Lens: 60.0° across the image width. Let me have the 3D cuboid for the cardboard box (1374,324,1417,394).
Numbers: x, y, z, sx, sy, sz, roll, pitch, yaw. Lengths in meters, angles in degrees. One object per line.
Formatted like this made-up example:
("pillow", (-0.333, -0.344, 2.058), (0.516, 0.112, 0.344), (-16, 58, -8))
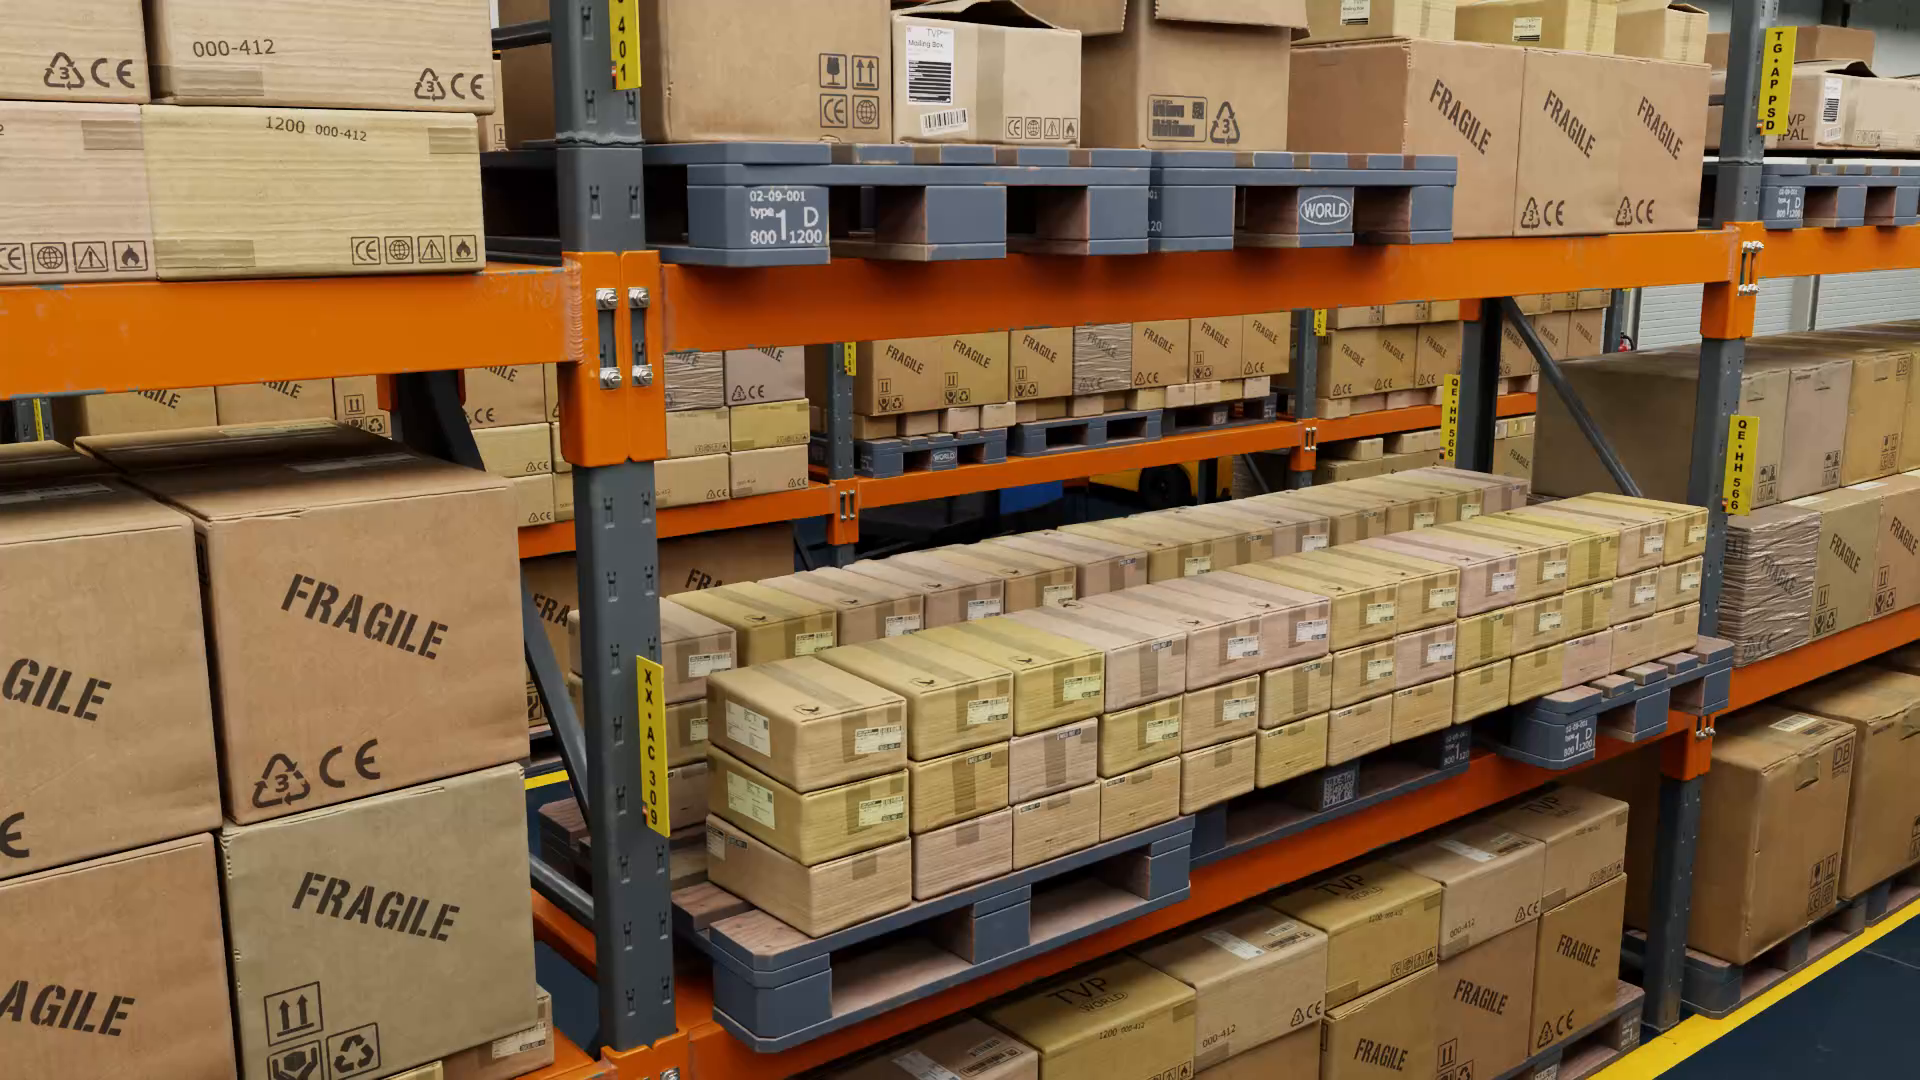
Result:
("cardboard box", (3.063, -1.389, 12.491), (0.500, 0.500, 0.500), (-10, 15, -38))

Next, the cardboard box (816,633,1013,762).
("cardboard box", (-0.099, 0.327, 3.529), (0.250, 0.149, 0.380), (-9, 15, -36))

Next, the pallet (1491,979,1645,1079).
("pallet", (1.604, 1.660, 5.801), (1.213, 0.211, 1.003), (-9, 15, -38))

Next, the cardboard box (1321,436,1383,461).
("cardboard box", (2.932, -0.697, 12.433), (0.250, 0.149, 0.380), (-9, 15, -37))

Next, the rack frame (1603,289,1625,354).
("rack frame", (5.291, -1.633, 14.596), (0.127, 3.000, 1.000), (-9, 15, -38))

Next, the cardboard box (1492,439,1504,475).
("cardboard box", (4.024, -0.581, 13.447), (0.500, 0.500, 0.500), (-10, 15, -39))

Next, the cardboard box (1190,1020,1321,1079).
("cardboard box", (0.647, 1.540, 4.664), (0.500, 0.500, 0.500), (-9, 15, -37))

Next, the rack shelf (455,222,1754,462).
("rack shelf", (0.653, -0.661, 4.529), (4.000, 0.370, 1.077), (-9, 15, -38))

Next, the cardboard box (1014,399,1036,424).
("cardboard box", (0.265, -0.825, 10.385), (0.250, 0.149, 0.380), (-8, 15, -34))

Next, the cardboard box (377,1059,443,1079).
("cardboard box", (-1.118, 0.963, 2.976), (0.250, 0.149, 0.380), (-10, 16, -39))

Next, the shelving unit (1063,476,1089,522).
("shelving unit", (0.875, -0.749, 14.765), (0.503, 1.200, 0.258), (-7, 14, -28))

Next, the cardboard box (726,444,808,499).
("cardboard box", (-1.189, -0.413, 9.215), (0.500, 0.250, 0.500), (-10, 16, -40))

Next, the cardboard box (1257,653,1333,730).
("cardboard box", (0.708, 0.339, 4.190), (0.250, 0.149, 0.380), (-10, 15, -39))

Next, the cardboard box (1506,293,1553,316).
("cardboard box", (4.294, -2.067, 13.278), (0.500, 0.500, 0.700), (-10, 15, -38))

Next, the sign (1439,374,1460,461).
("sign", (1.866, -0.461, 6.290), (0.005, 0.325, 0.100), (-9, 15, -38))

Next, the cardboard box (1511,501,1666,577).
("cardboard box", (1.921, -0.008, 5.107), (0.250, 0.149, 0.380), (-10, 15, -38))

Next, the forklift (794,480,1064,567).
("forklift", (-0.350, -1.314, 13.260), (1.130, 2.935, 3.031), (8, 14, 34))

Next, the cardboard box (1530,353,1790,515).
("cardboard box", (2.572, -0.399, 6.140), (0.500, 0.500, 0.700), (-10, 15, -38))

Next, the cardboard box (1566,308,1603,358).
("cardboard box", (5.039, -1.712, 14.012), (0.500, 0.500, 0.500), (-10, 15, -39))

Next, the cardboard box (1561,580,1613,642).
("cardboard box", (1.703, 0.175, 4.963), (0.250, 0.149, 0.380), (-9, 15, -36))

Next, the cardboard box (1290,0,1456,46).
("cardboard box", (1.070, -1.431, 4.339), (0.258, 0.266, 0.396), (-9, 15, -38))

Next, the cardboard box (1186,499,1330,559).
("cardboard box", (0.914, -0.014, 5.133), (0.250, 0.149, 0.380), (-9, 15, -35))

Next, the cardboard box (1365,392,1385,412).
("cardboard box", (2.967, -1.060, 12.505), (0.250, 0.149, 0.380), (-10, 15, -38))

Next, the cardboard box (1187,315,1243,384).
("cardboard box", (1.564, -1.352, 11.305), (0.500, 0.500, 0.500), (-9, 15, -37))

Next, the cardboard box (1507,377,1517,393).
("cardboard box", (4.320, -1.297, 13.621), (0.250, 0.149, 0.380), (-9, 15, -37))

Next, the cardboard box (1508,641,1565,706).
("cardboard box", (1.525, 0.348, 4.860), (0.250, 0.149, 0.380), (-10, 15, -38))

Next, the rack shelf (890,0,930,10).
("rack shelf", (0.606, -3.241, 10.422), (4.000, 0.370, 1.077), (-9, 15, -38))

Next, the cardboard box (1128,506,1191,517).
("cardboard box", (1.759, 0.035, 12.058), (0.625, 0.372, 0.950), (-9, 15, -37))

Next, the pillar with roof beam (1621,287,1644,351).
("pillar with roof beam", (13.140, -6.286, 22.069), (0.400, 9.000, 9.100), (-9, 15, -38))

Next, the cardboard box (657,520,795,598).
("cardboard box", (-1.547, 0.316, 9.526), (0.875, 0.875, 0.875), (-10, 15, -38))

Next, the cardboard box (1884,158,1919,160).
("cardboard box", (4.374, -1.828, 7.649), (0.380, 0.149, 0.250), (-9, 15, -38))

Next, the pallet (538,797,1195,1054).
("pallet", (-0.221, 0.732, 3.919), (1.213, 0.211, 1.003), (-9, 15, -38))

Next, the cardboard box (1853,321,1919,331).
("cardboard box", (4.554, -0.729, 7.694), (0.500, 0.500, 0.700), (-10, 15, -39))

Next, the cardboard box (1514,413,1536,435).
("cardboard box", (4.583, -0.972, 13.728), (0.250, 0.149, 0.380), (-9, 15, -36))

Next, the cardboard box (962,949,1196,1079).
("cardboard box", (0.248, 1.242, 4.259), (0.500, 0.250, 0.500), (-9, 15, -36))

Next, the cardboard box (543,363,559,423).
("cardboard box", (-1.984, -0.892, 8.459), (0.500, 0.500, 0.500), (-9, 15, -38))

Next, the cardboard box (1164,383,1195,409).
("cardboard box", (1.346, -0.980, 11.118), (0.250, 0.149, 0.380), (-9, 15, -37))

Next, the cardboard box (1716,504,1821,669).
("cardboard box", (2.734, 0.132, 6.046), (0.500, 0.500, 0.500), (-9, 15, -37))

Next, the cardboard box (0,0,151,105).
("cardboard box", (-1.523, -0.757, 2.410), (0.500, 0.250, 0.500), (-10, 16, -40))

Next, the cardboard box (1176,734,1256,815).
("cardboard box", (0.492, 0.521, 4.048), (0.250, 0.149, 0.380), (-10, 16, -40))

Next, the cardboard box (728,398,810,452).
("cardboard box", (-1.176, -0.662, 9.181), (0.500, 0.250, 0.500), (-10, 15, -38))

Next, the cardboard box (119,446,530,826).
("cardboard box", (-1.106, 0.136, 2.905), (0.500, 0.500, 0.500), (-10, 16, -40))

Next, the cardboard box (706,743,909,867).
("cardboard box", (-0.313, 0.510, 3.385), (0.250, 0.149, 0.380), (-9, 15, -37))

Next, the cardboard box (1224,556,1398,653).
("cardboard box", (0.904, 0.161, 4.312), (0.250, 0.149, 0.380), (-9, 15, -36))

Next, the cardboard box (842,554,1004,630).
("cardboard box", (-0.100, 0.155, 4.341), (0.250, 0.149, 0.380), (-9, 15, -38))

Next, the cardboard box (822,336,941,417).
("cardboard box", (-0.460, -1.015, 9.720), (0.500, 0.500, 0.500), (-10, 16, -39))

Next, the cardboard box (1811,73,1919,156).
("cardboard box", (3.710, -1.673, 6.526), (0.500, 0.311, 0.500), (-10, 15, -39))

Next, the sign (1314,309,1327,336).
("sign", (2.517, -1.590, 11.609), (0.005, 0.325, 0.100), (-9, 15, -38))

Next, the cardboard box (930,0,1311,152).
("cardboard box", (0.380, -1.188, 4.021), (0.637, 0.503, 0.797), (-10, 15, -38))
